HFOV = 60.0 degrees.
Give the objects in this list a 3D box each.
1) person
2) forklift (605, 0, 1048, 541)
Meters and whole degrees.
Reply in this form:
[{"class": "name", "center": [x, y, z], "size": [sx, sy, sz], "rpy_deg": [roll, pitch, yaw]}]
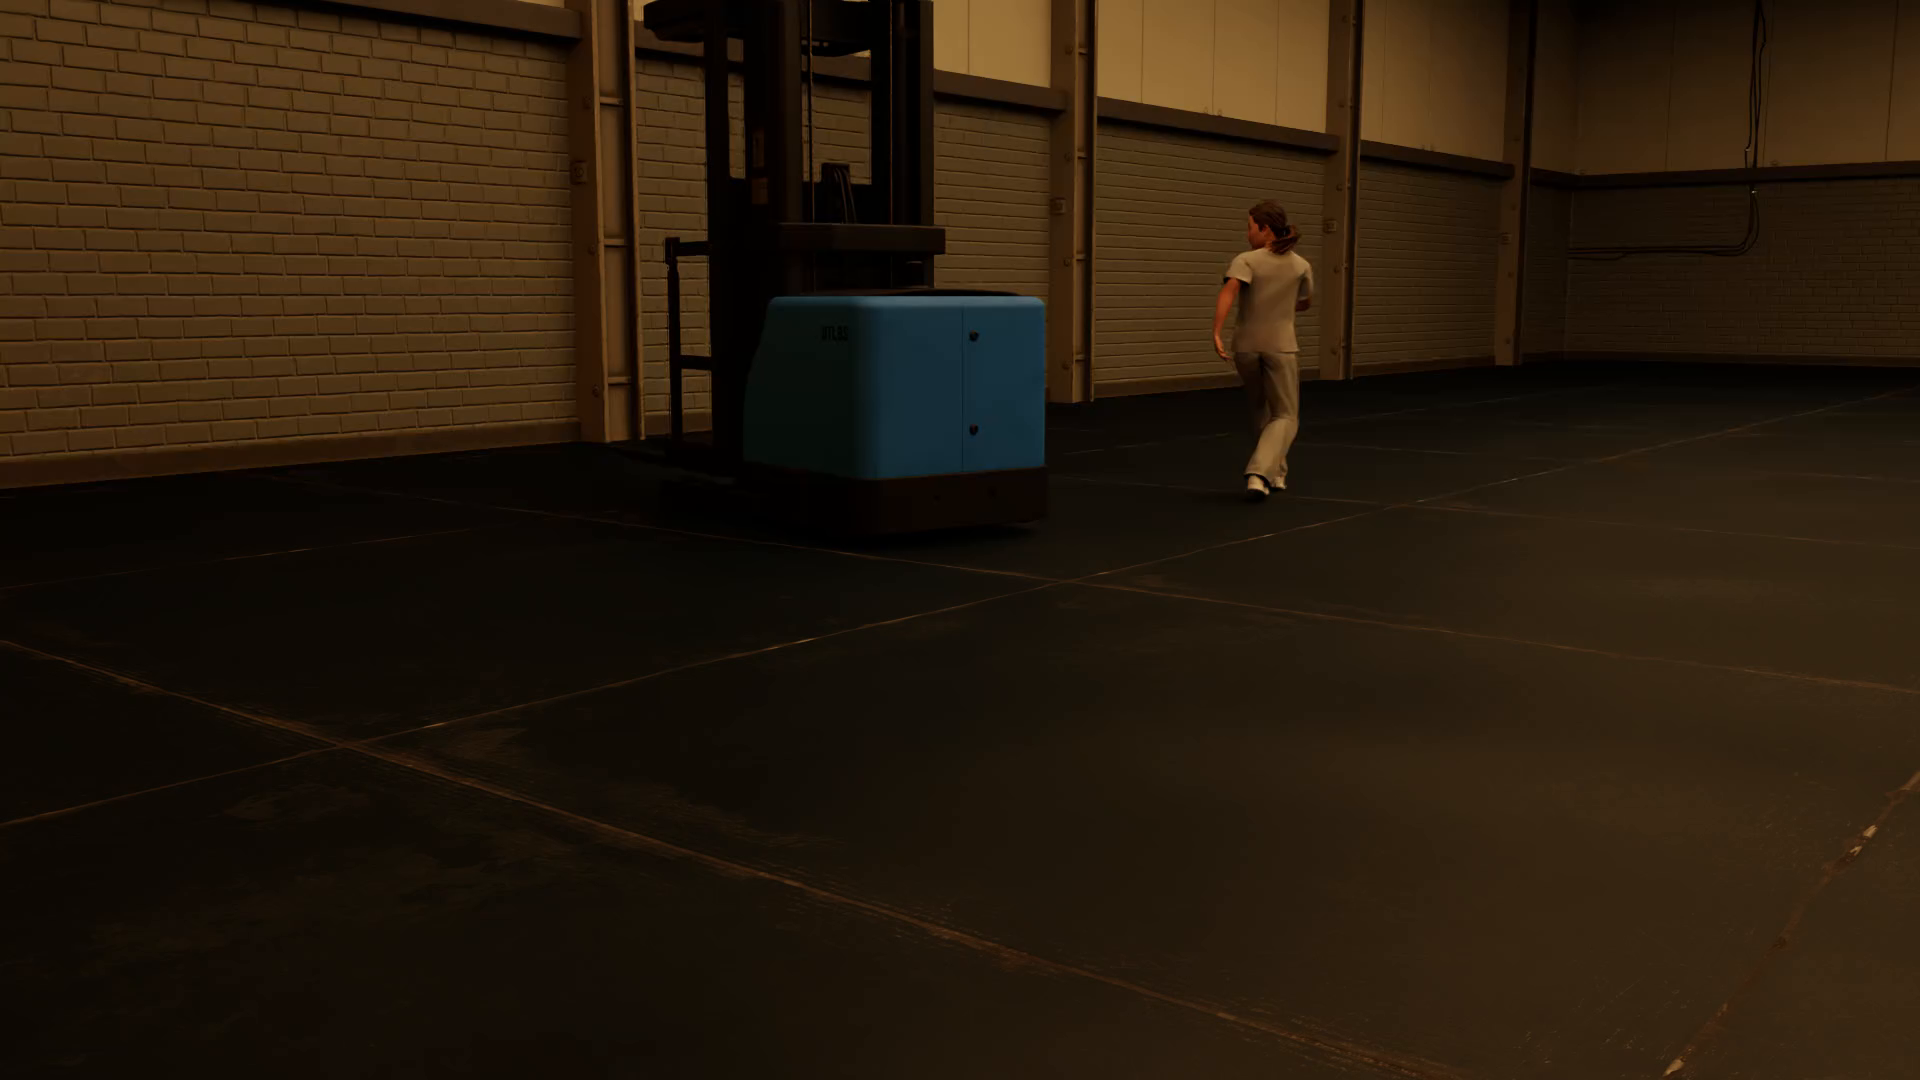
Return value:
[{"class": "person", "center": [1.664, -1.022, 9.023], "size": [0.461, 1.607, 0.886], "rpy_deg": [3, 9, 18]}, {"class": "forklift", "center": [-0.871, -1.613, 8.308], "size": [1.130, 2.935, 3.031], "rpy_deg": [-6, 10, -36]}]
